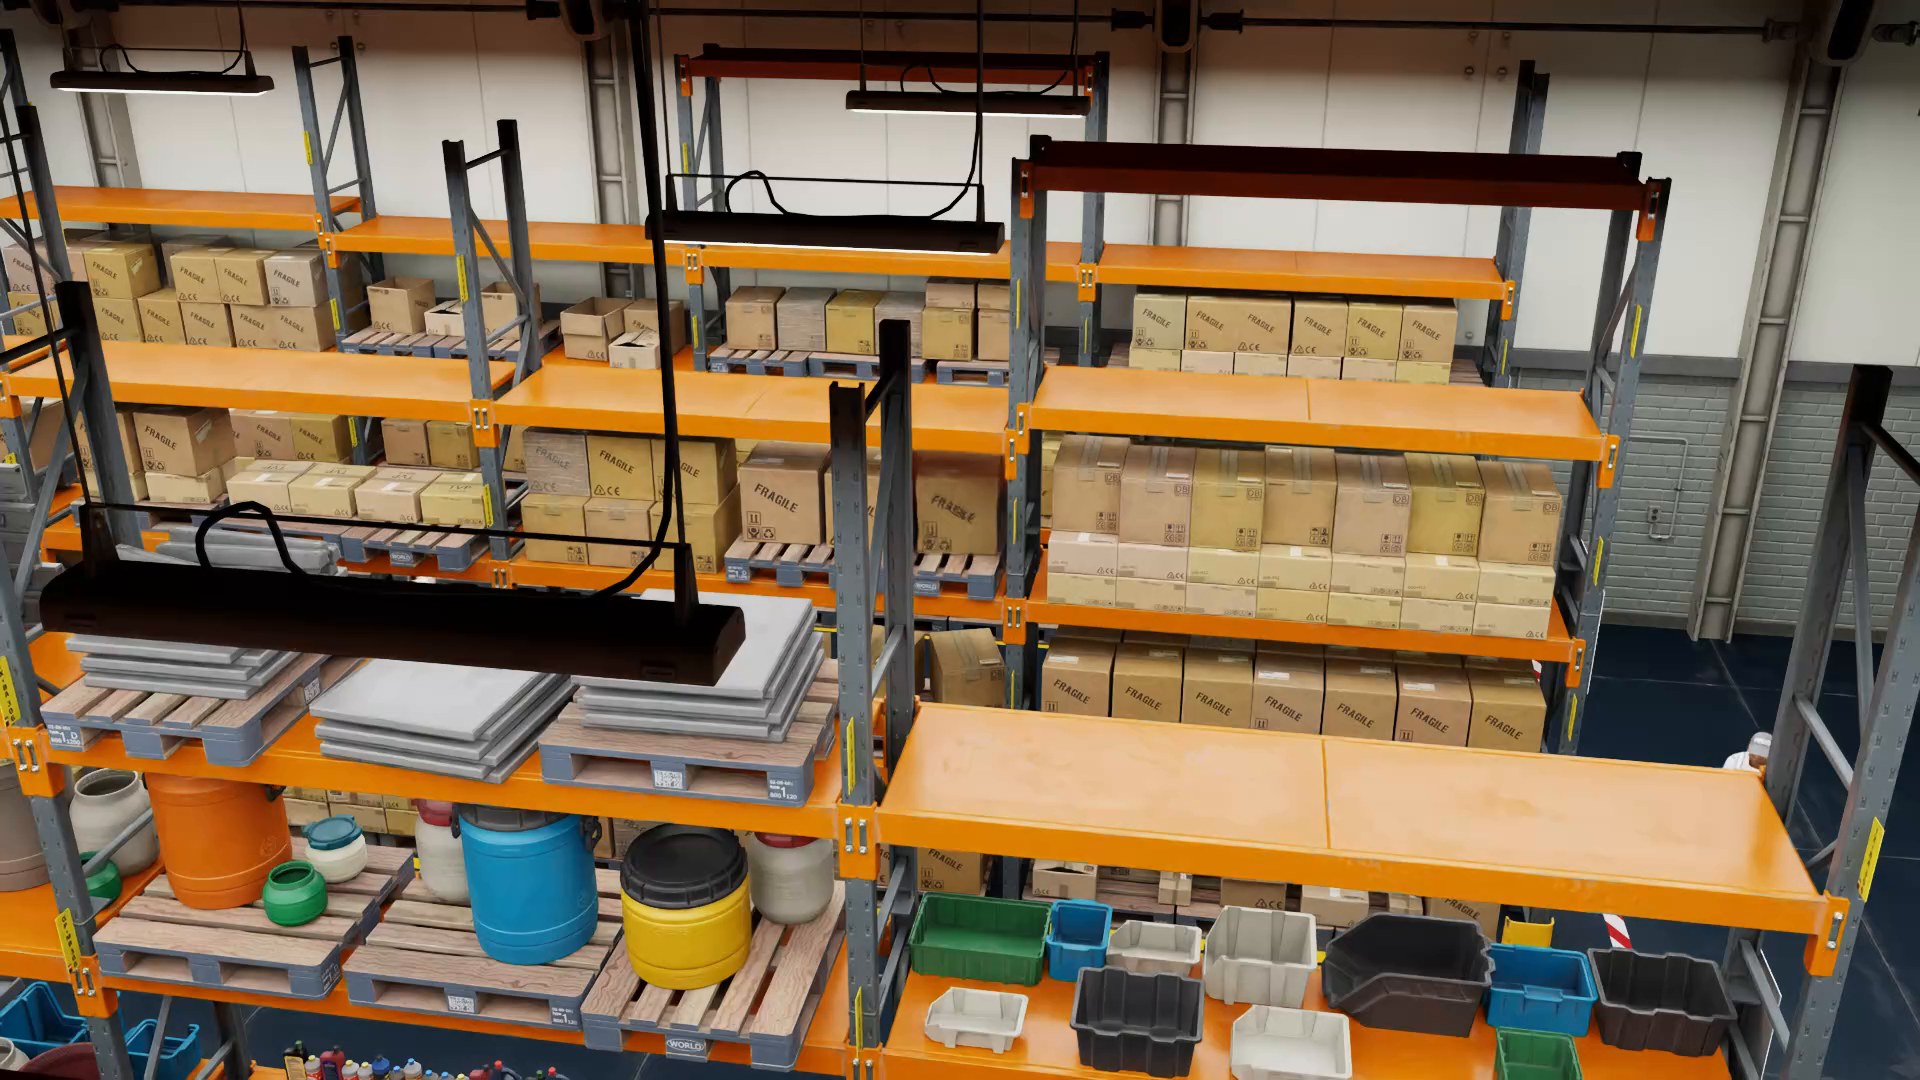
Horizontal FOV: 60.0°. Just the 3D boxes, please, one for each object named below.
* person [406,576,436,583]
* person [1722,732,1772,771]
[{"bbox_3d":[-5.233,0.863,16.094,0.822,1.768,0.668,-5,24,-12],"label":"person"},{"bbox_3d":[6.102,2.215,12.985,0.510,1.651,0.490,7,24,15],"label":"person"}]
